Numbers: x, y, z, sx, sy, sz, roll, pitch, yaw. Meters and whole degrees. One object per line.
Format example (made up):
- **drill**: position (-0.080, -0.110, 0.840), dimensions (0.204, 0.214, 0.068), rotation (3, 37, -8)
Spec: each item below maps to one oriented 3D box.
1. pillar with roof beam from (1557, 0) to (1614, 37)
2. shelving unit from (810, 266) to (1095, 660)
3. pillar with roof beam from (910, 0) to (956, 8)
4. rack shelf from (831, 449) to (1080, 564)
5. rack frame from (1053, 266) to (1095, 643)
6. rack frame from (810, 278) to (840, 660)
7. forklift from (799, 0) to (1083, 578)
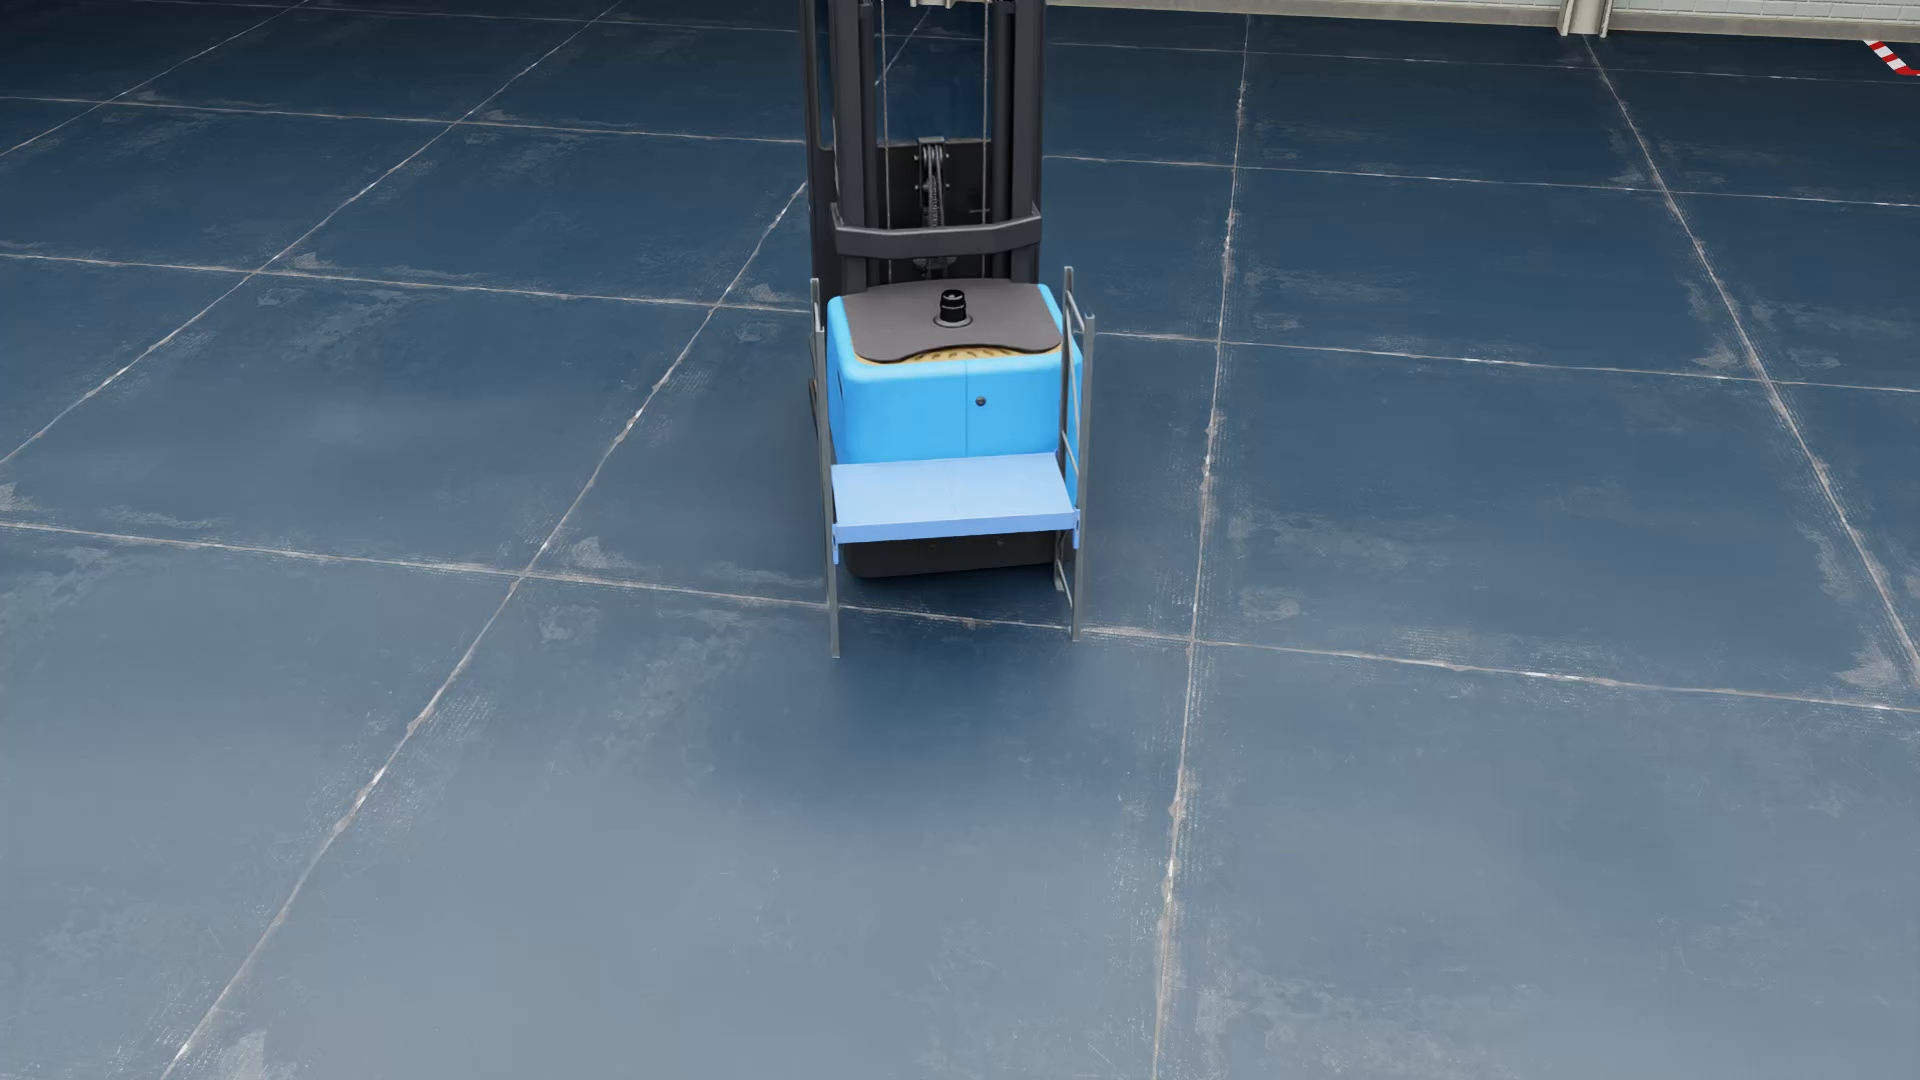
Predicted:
- **pillar with roof beam**: position (4.935, -6.195, 9.165), dimensions (0.400, 9.000, 9.100), rotation (5, 32, 8)
- **shelving unit**: position (-0.042, -0.299, 6.814), dimensions (1.048, 1.500, 0.538), rotation (-4, 32, -6)
- **pillar with roof beam**: position (-0.980, -6.730, 10.021), dimensions (0.400, 9.000, 9.100), rotation (5, 32, 8)
- **rack shelf**: position (-0.042, -0.147, 6.910), dimensions (1.000, 0.185, 0.538), rotation (-4, 32, -6)
- **rack frame**: position (0.463, -0.331, 6.865), dimensions (0.032, 1.500, 0.500), rotation (-4, 32, -6)
- **rack frame**: position (-0.547, -0.268, 6.764), dimensions (0.032, 1.500, 0.500), rotation (-4, 32, -6)
- **forklift**: position (-0.201, -1.842, 7.930), dimensions (1.130, 2.935, 3.031), rotation (-5, 32, -7)
